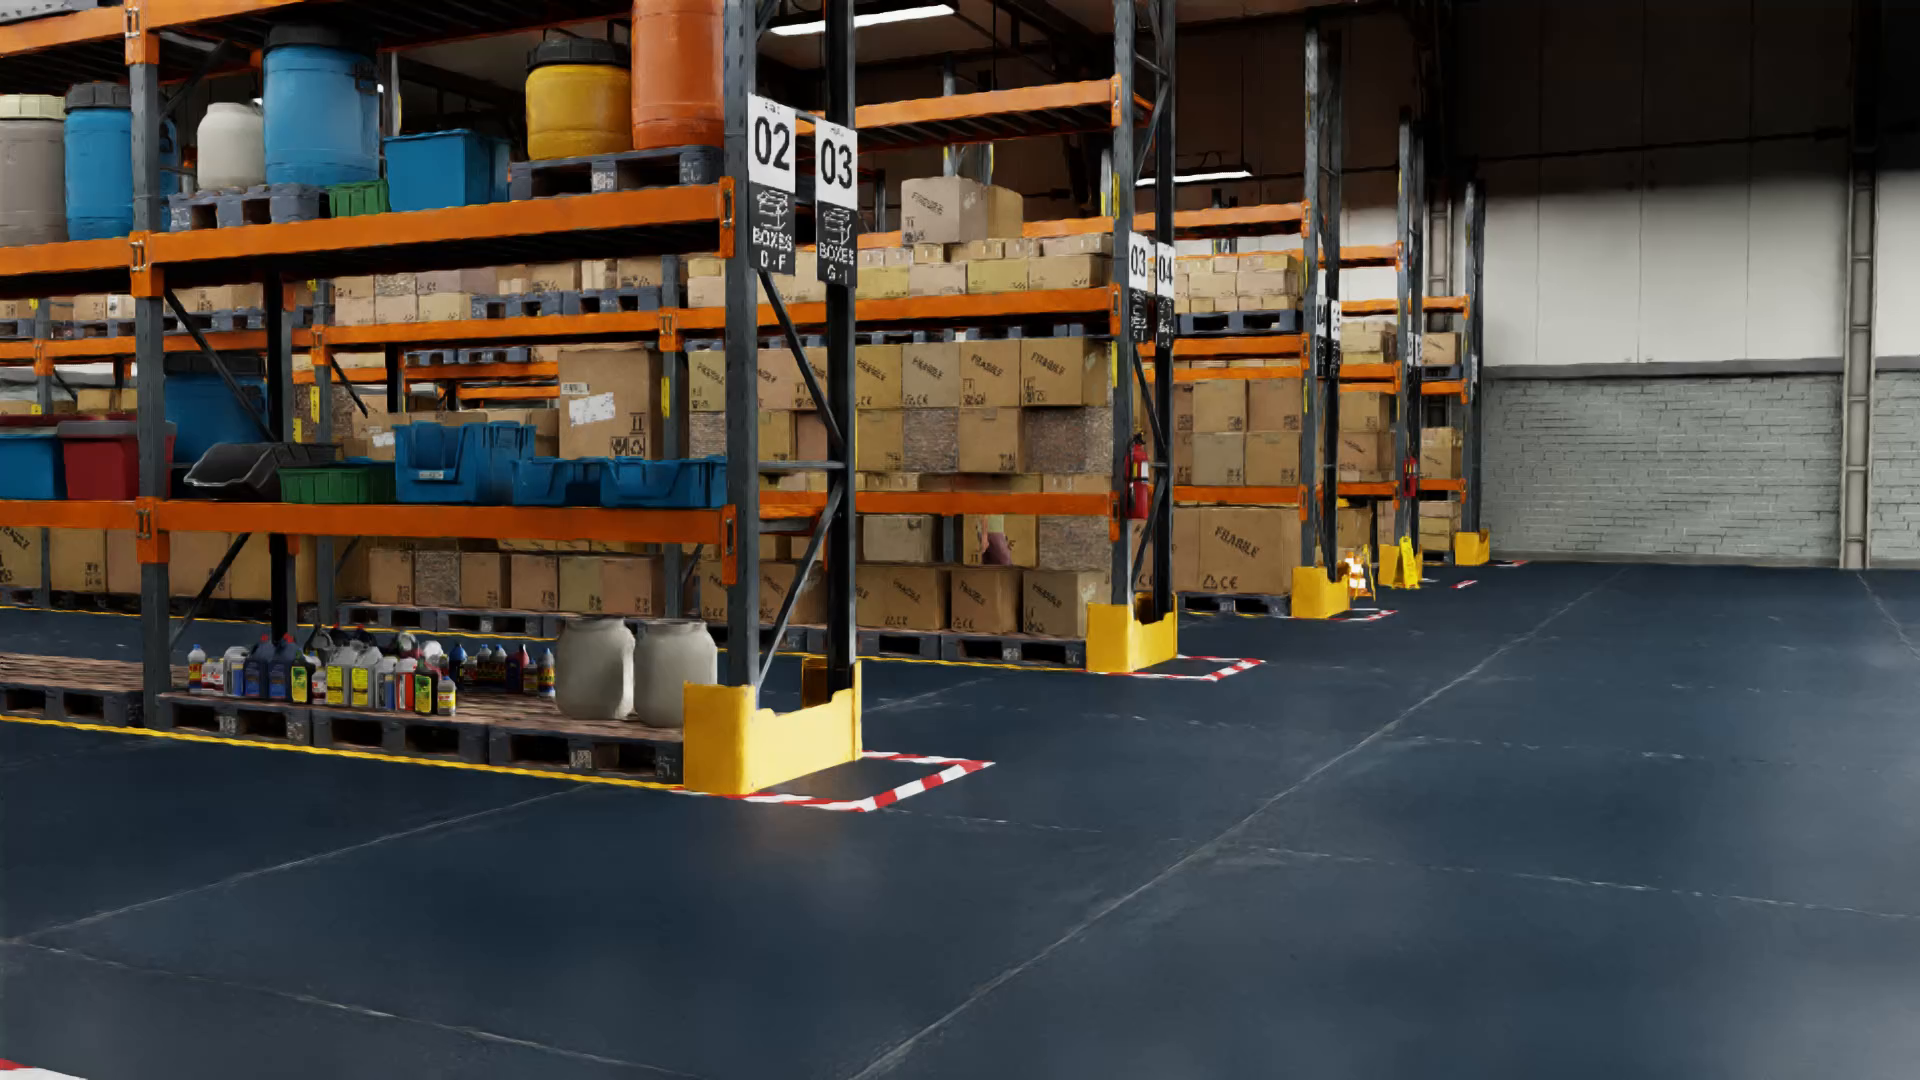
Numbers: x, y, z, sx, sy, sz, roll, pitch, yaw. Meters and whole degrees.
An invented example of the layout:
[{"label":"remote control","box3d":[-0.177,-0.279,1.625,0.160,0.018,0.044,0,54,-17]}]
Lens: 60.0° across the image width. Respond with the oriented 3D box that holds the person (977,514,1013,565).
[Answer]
[{"label":"person","box3d":[0.329,0.072,16.334,0.856,1.383,0.466,0,3,-3]}]
